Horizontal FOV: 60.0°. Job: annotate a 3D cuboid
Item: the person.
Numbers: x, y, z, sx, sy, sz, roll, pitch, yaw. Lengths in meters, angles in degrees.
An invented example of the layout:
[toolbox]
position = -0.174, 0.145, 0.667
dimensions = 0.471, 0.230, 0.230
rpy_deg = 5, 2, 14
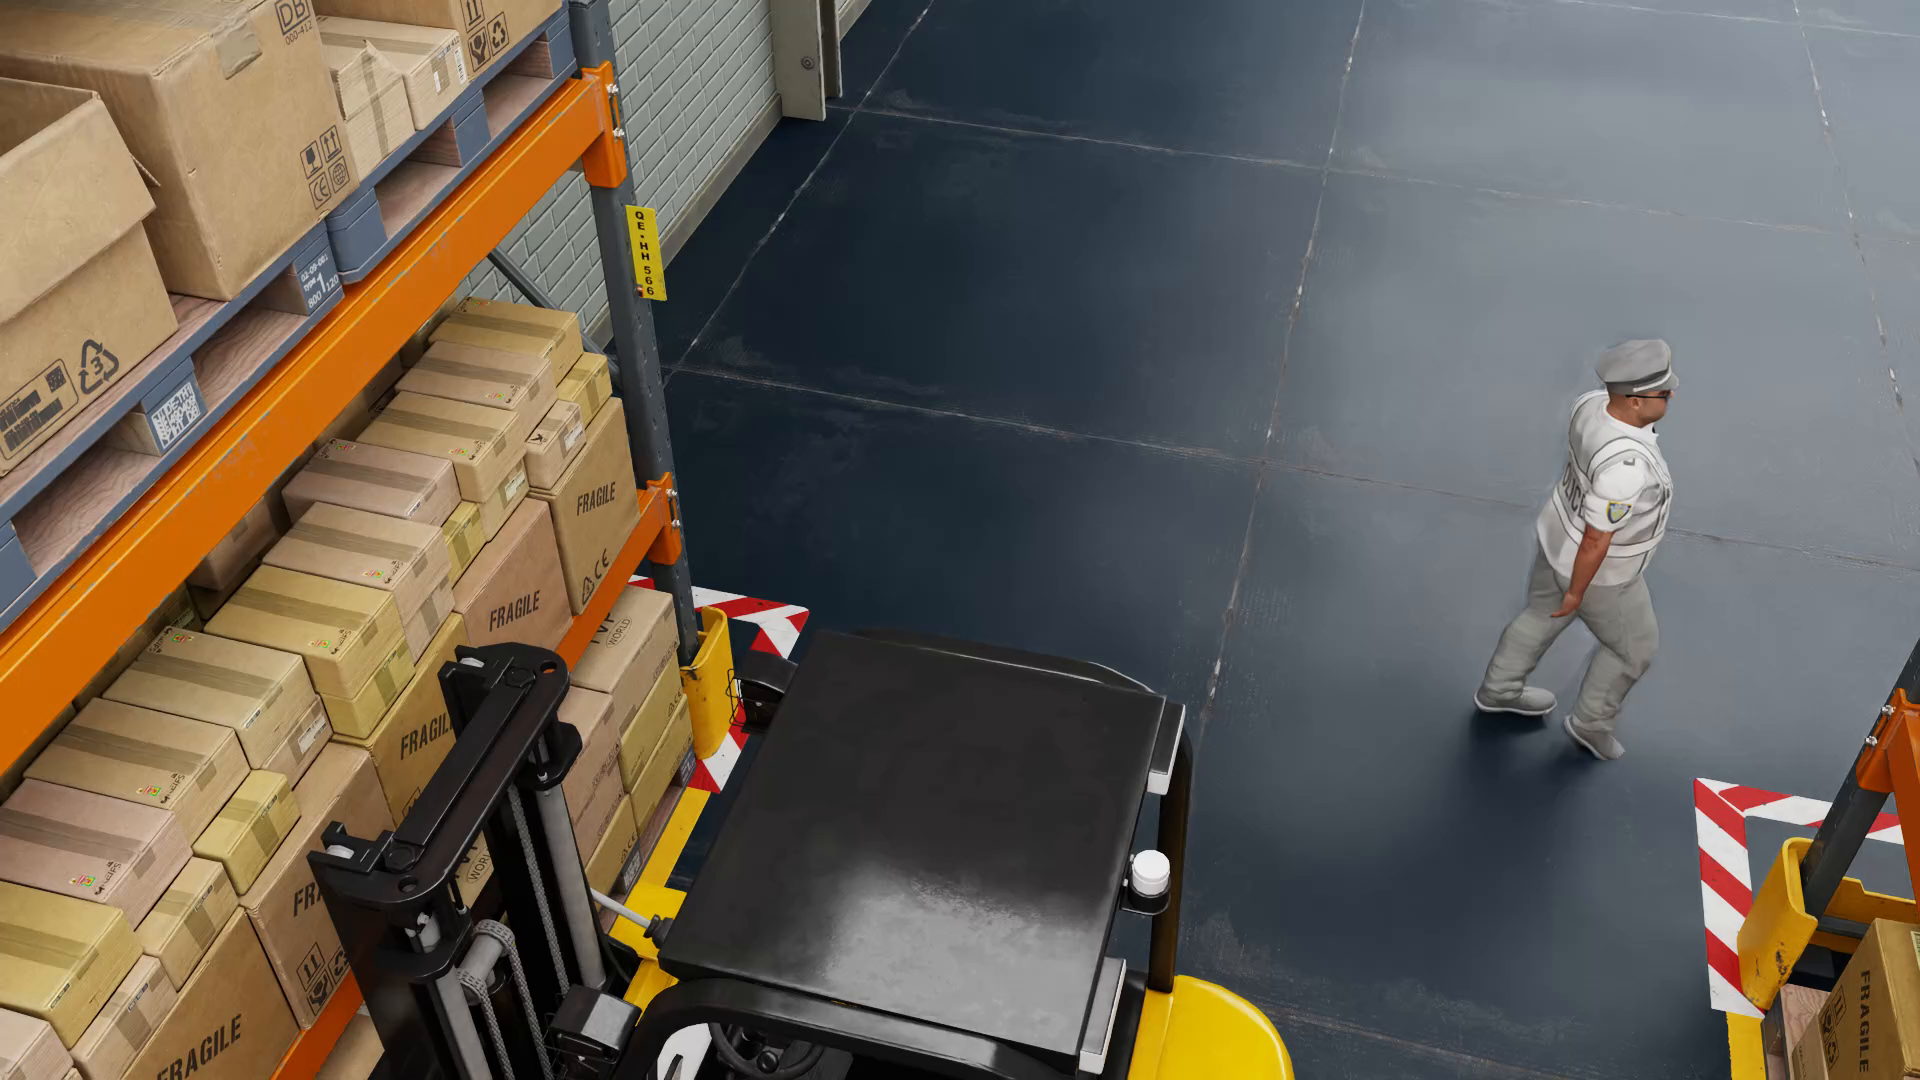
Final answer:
[person]
position = 2.346, 0.063, 6.101
dimensions = 0.579, 1.858, 0.528
rpy_deg = 0, 41, 0
